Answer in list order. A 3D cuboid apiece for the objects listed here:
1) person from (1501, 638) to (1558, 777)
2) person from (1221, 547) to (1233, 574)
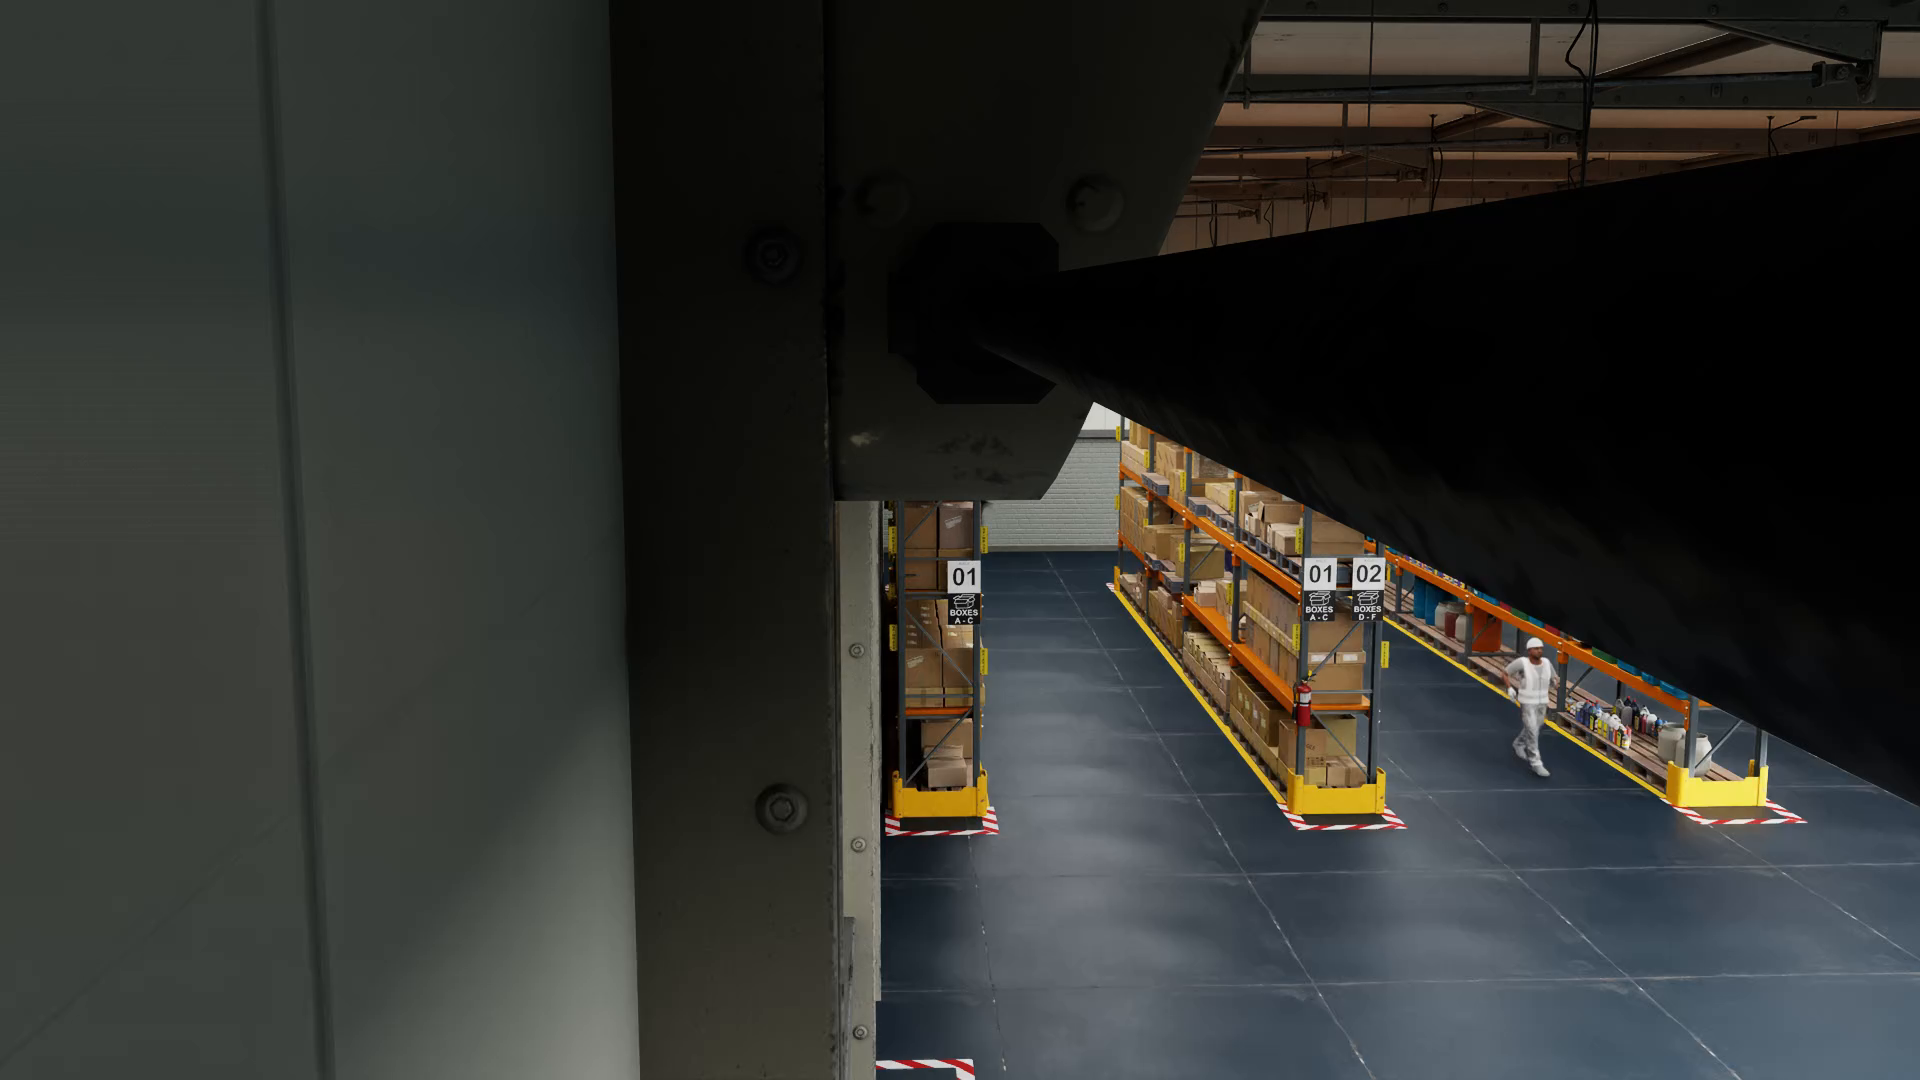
[{"bbox_3d":[7.735,2.199,22.441,0.680,1.777,0.988,-2,9,-16],"label":"person"},{"bbox_3d":[5.860,0.364,35.853,0.639,1.677,0.872,-2,8,-14],"label":"person"}]
